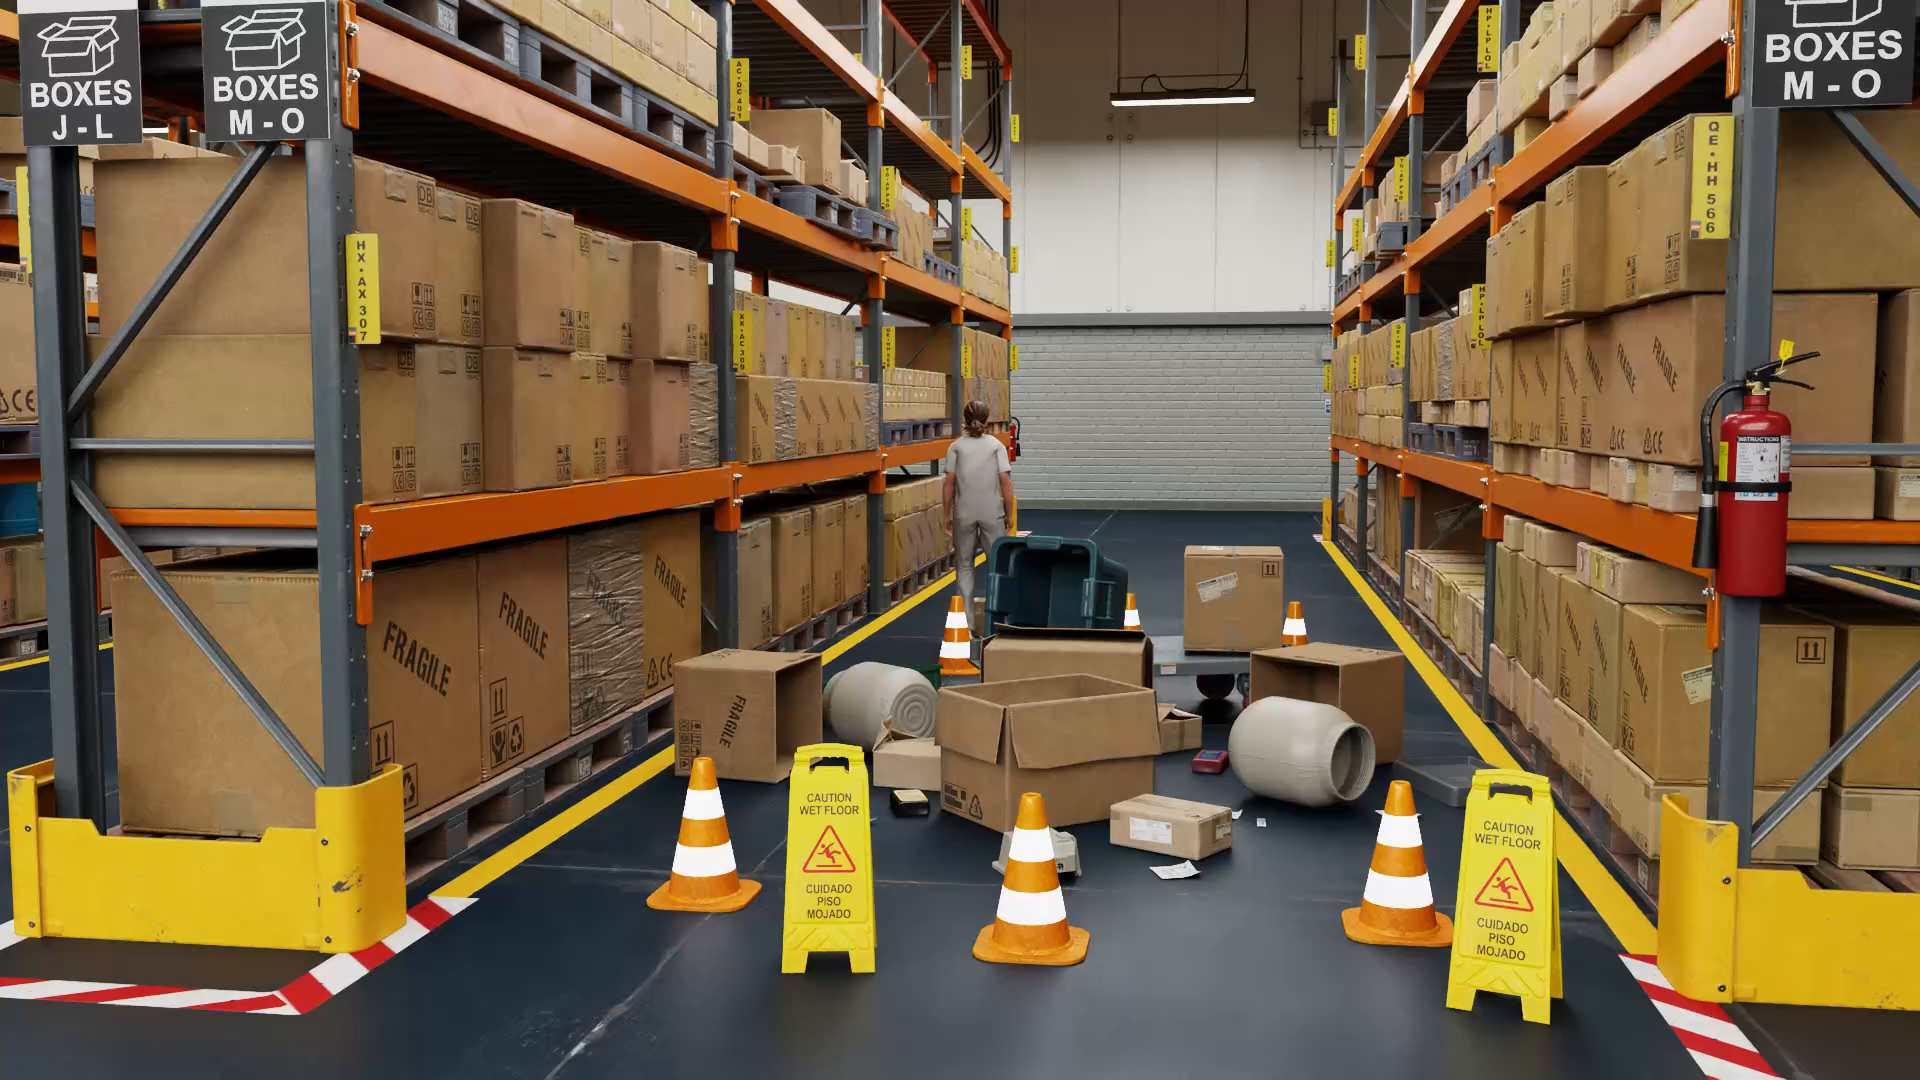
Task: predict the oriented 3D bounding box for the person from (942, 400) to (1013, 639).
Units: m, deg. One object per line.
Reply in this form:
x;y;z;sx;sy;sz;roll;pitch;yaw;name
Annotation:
0.136;-0.139;11.599;0.514;1.673;0.353;0;5;5;person
